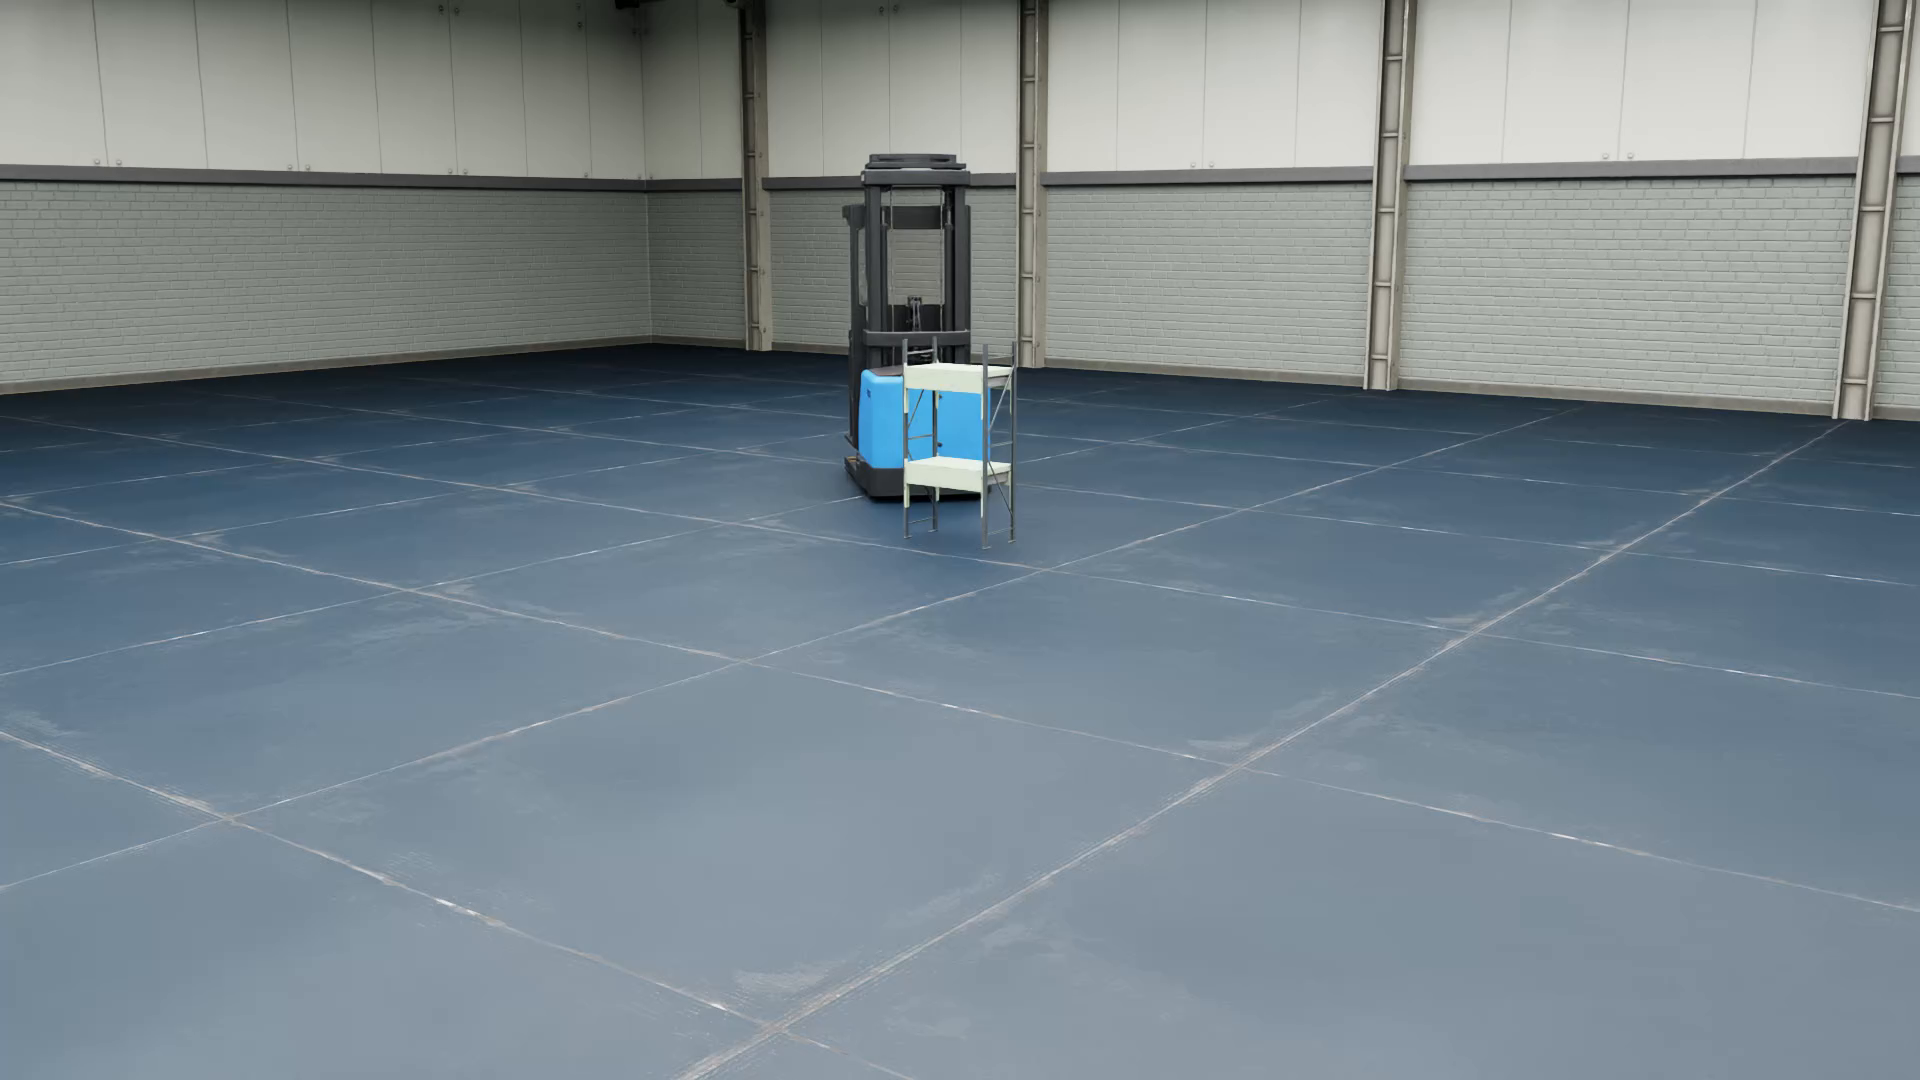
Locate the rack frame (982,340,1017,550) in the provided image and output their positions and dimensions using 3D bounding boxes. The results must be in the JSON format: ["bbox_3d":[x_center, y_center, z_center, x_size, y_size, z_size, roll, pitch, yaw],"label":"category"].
[{"bbox_3d":[0.290,-0.696,12.178,0.023,1.500,0.400,8,13,36],"label":"rack frame"}]

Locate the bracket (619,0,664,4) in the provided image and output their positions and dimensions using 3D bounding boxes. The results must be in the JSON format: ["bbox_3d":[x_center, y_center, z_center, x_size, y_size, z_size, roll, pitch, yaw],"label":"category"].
[{"bbox_3d":[-5.672,-9.876,30.409,3.189,0.066,0.076,8,13,36],"label":"bracket"}]

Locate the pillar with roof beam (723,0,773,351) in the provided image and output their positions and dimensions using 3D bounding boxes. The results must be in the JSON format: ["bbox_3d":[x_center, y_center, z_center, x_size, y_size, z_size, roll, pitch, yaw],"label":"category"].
[{"bbox_3d":[-6.242,-7.257,26.350,0.548,9.000,9.100,8,13,36],"label":"pillar with roof beam"}]

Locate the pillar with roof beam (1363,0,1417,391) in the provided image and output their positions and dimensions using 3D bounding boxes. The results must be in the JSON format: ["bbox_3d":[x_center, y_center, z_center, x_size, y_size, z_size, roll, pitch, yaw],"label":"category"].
[{"bbox_3d":[3.430,-5.908,19.376,0.400,9.000,9.100,8,13,36],"label":"pillar with roof beam"}]

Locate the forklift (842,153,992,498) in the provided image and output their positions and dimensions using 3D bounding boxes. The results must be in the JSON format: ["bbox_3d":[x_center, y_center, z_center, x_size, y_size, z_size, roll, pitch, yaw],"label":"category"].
[{"bbox_3d":[-0.487,-2.033,15.321,1.130,2.935,3.031,-2,11,-10],"label":"forklift"}]

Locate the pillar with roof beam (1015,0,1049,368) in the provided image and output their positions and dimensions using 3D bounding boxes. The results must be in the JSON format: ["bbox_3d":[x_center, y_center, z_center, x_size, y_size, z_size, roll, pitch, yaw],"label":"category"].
[{"bbox_3d":[-1.406,-6.583,22.863,0.400,9.000,9.100,8,13,36],"label":"pillar with roof beam"}]

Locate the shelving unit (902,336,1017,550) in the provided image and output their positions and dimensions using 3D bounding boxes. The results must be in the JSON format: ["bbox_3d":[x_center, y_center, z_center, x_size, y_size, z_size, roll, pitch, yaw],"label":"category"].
[{"bbox_3d":[-0.005,-0.737,12.391,0.755,1.500,0.431,8,13,36],"label":"shelving unit"}]

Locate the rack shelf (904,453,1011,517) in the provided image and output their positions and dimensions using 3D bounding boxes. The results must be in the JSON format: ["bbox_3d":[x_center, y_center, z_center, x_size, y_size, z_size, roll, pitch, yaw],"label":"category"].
[{"bbox_3d":[-0.005,-0.417,12.453,0.720,0.370,0.431,8,13,36],"label":"rack shelf"}]

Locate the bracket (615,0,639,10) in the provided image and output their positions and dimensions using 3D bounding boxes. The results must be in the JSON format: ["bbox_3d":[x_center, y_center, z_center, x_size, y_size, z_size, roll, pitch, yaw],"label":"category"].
[{"bbox_3d":[-6.148,-9.942,30.752,0.430,0.232,0.235,8,13,36],"label":"bracket"}]

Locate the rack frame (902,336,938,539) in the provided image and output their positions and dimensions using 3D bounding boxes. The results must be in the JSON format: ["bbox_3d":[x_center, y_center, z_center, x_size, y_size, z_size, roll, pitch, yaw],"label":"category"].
[{"bbox_3d":[-0.300,-0.778,12.604,0.023,1.500,0.400,8,13,36],"label":"rack frame"}]

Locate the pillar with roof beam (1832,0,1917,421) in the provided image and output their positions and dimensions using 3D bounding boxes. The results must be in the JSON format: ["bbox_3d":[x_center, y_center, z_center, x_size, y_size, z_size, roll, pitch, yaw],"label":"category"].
[{"bbox_3d":[8.266,-5.233,15.889,0.400,9.000,9.100,8,13,36],"label":"pillar with roof beam"}]

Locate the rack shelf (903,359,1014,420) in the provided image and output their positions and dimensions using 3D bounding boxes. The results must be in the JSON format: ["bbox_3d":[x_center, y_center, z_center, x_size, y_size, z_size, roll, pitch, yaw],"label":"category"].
[{"bbox_3d":[-0.005,-1.120,12.317,0.720,0.370,0.431,8,13,36],"label":"rack shelf"}]
